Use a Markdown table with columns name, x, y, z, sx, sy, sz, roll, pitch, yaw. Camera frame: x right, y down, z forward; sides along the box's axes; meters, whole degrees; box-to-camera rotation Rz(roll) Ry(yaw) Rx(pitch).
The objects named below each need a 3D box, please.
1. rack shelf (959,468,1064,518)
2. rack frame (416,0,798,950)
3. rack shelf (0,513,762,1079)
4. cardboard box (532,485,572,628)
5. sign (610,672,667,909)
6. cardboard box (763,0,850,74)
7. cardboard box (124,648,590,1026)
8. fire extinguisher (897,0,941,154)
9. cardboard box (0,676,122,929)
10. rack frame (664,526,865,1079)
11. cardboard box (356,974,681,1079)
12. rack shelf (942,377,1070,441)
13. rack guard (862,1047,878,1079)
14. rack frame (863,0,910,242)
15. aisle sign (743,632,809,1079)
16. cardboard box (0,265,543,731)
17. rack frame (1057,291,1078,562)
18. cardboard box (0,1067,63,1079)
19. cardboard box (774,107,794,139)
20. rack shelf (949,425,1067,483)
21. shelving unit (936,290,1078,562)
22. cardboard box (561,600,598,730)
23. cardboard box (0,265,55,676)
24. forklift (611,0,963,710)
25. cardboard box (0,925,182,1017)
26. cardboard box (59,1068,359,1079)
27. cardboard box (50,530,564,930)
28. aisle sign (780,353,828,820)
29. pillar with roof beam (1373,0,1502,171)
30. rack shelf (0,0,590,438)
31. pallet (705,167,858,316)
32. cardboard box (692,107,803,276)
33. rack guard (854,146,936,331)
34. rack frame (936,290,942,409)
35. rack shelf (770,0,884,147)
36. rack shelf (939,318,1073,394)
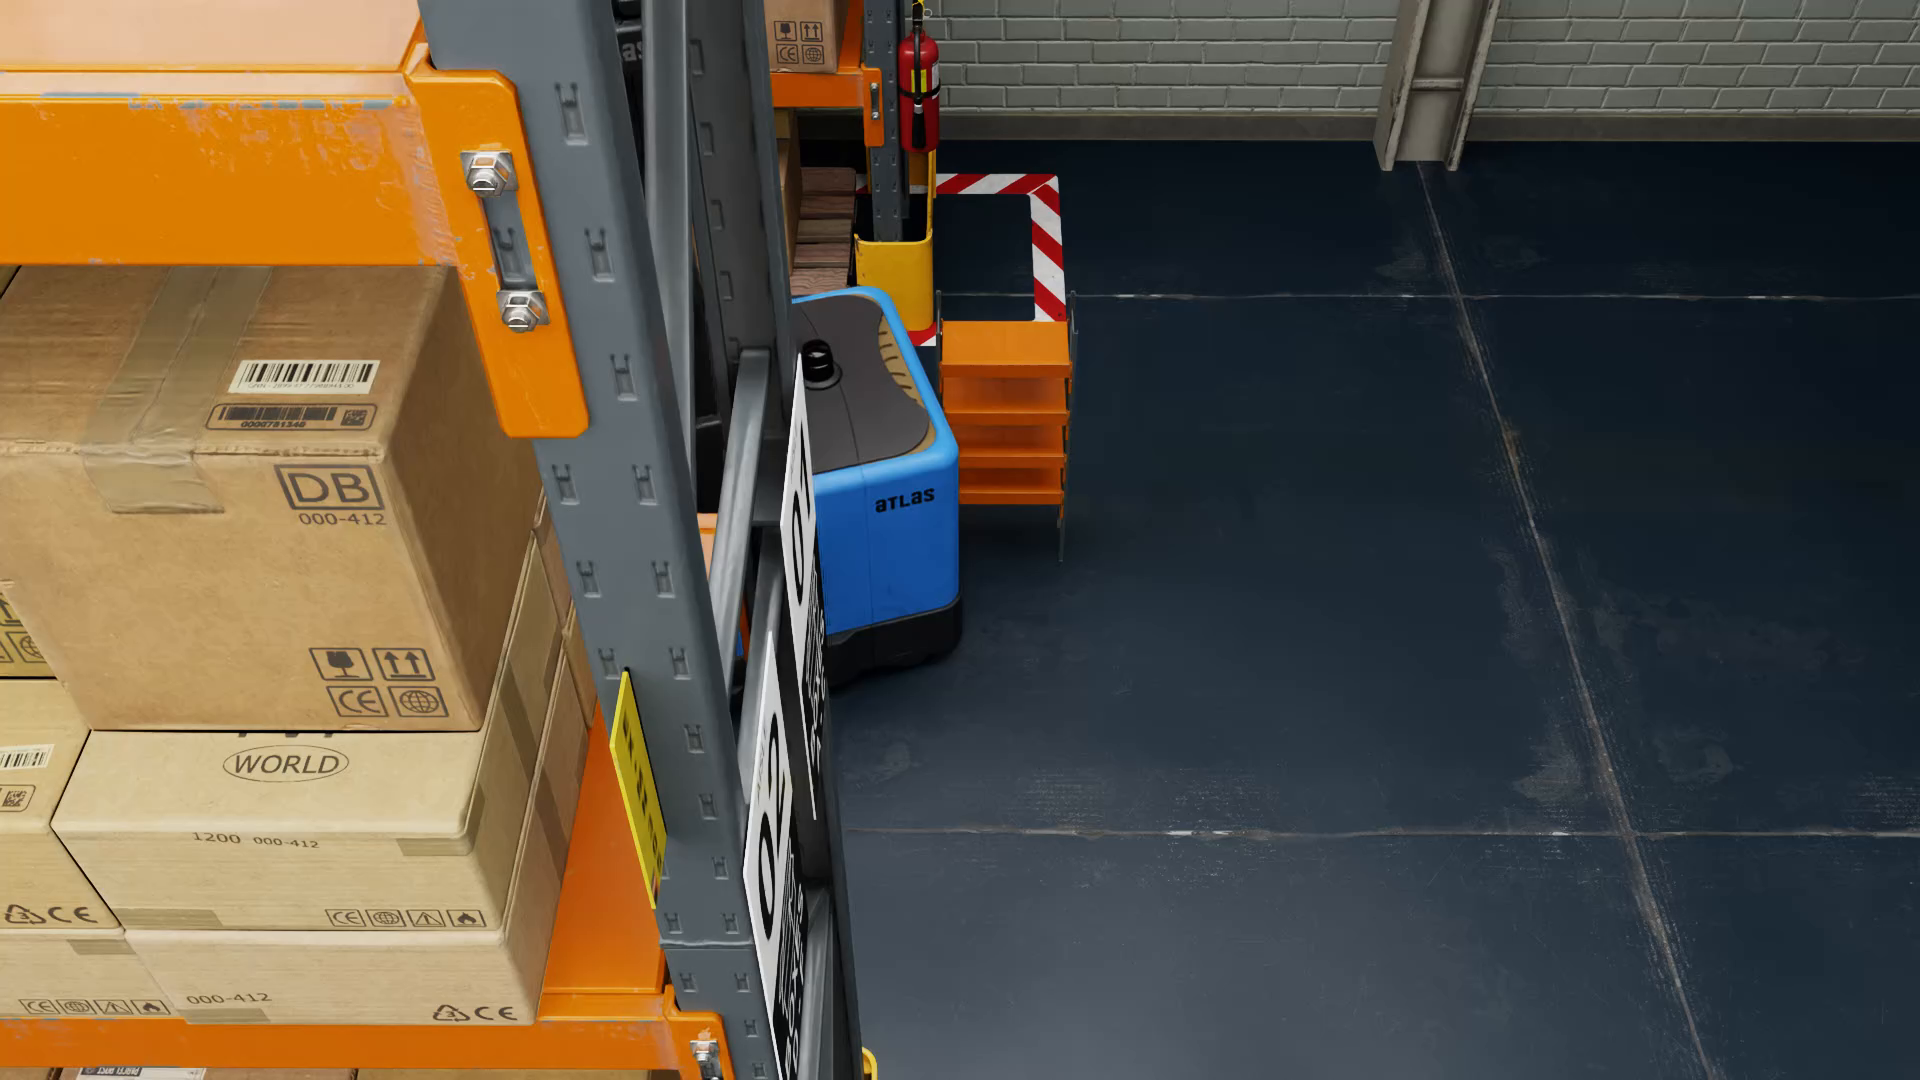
| name | x | y | z | sx | sy | sz | roll | pitch | yaw |
| --- | --- | --- | --- | --- | --- | --- | --- | --- | --- |
| rack shelf | 0.166 | -0.227 | 6.586 | 0.480 | 0.148 | 0.258 | 0 | 47 | 0 |
| rack frame | -0.336 | -0.841 | 1.466 | 0.127 | 3.000 | 1.000 | 0 | 47 | 0 |
| rack shelf | -2.336 | 0.421 | 2.832 | 4.000 | 0.370 | 1.077 | 0 | 47 | 0 |
| cardboard box | -0.848 | -0.130 | 2.614 | 0.500 | 0.250 | 0.500 | 0 | 47 | 0 |
| sign | -0.358 | 0.286 | 1.861 | 0.005 | 0.325 | 0.100 | 0 | 47 | 0 |
| cardboard box | -0.831 | -2.519 | 6.921 | 0.700 | 0.700 | 0.980 | 2 | 47 | 2 |
| cardboard box | -0.850 | 0.424 | 2.440 | 0.500 | 0.250 | 0.500 | 0 | 47 | 0 |
| fire extinguisher | -0.172 | -1.931 | 6.887 | 0.183 | 0.674 | 0.296 | 0 | 47 | 0 |
| cardboard box | -1.350 | 0.246 | 2.264 | 0.500 | 0.250 | 0.500 | 0 | 47 | 0 |
| rack frame | -0.336 | 1.203 | 3.661 | 0.127 | 3.000 | 1.000 | 0 | 47 | 0 |
| cardboard box | -0.782 | 1.029 | 3.073 | 0.500 | 0.500 | 0.500 | 0 | 47 | 0 |
| rack shelf | 0.166 | -0.515 | 6.277 | 0.480 | 0.148 | 0.258 | 0 | 47 | 0 |
| rack guard | -0.412 | 2.055 | 4.577 | 0.348 | 0.500 | 1.175 | 0 | 47 | 0 |
| rack frame | -0.321 | -2.423 | 7.037 | 0.127 | 3.000 | 1.000 | 0 | 47 | 0 |
| aisle sign | -0.268 | 0.542 | 2.501 | 0.004 | 0.787 | 0.394 | 0 | 47 | 0 |
| cardboard box | -0.849 | -0.183 | 2.151 | 0.500 | 0.500 | 0.700 | 0 | 47 | 0 |
| rack frame | 0.410 | -0.408 | 6.391 | 0.015 | 1.200 | 0.240 | 0 | 47 | 0 |
| cardboard box | -1.805 | 1.030 | 3.071 | 0.500 | 0.500 | 0.500 | 1 | 47 | 1 |
| cardboard box | -0.895 | -2.010 | 7.630 | 0.250 | 0.149 | 0.380 | 0 | 47 | 0 |
| rack shelf | 0.166 | -0.363 | 6.440 | 0.480 | 0.148 | 0.258 | 0 | 47 | 0 |
| shelving unit | 0.166 | -0.408 | 6.391 | 0.503 | 1.200 | 0.258 | 0 | 47 | 0 |
| cardboard box | -0.848 | 0.045 | 2.793 | 0.500 | 0.250 | 0.500 | 0 | 47 | 0 |
| cardboard box | -1.349 | -0.246 | 2.210 | 0.500 | 0.500 | 0.700 | 0 | 47 | 0 |
| forklift | -1.565 | -0.584 | 5.372 | 3.031 | 2.935 | 1.130 | -13 | 48 | -12 |
| cardboard box | -1.350 | 0.415 | 2.449 | 0.500 | 0.250 | 0.500 | 0 | 47 | 0 |
| cardboard box | -1.287 | 1.028 | 3.073 | 0.500 | 0.500 | 0.500 | 1 | 47 | 1 |
| cardboard box | -0.850 | 0.247 | 2.263 | 0.500 | 0.250 | 0.500 | 0 | 47 | 0 |
| aisle sign | -0.266 | 0.103 | 2.910 | 0.004 | 0.787 | 0.394 | 0 | 47 | 0 |
| pillar with roof beam | 2.366 | -1.941 | 2.490 | 0.400 | 9.000 | 9.100 | 0 | 47 | 0 |
| rack shelf | -2.336 | -0.600 | 1.735 | 4.000 | 0.370 | 1.077 | 0 | 47 | 0 |
| pallet | -1.121 | -1.417 | 8.006 | 1.213 | 0.211 | 1.003 | 0 | 47 | 0 |
| cardboard box | -1.021 | -1.643 | 7.731 | 0.500 | 0.500 | 0.700 | 0 | 47 | 0 |
| rack guard | -0.297 | -1.571 | 7.951 | 0.348 | 0.500 | 1.175 | 0 | 47 | 0 |
| rack frame | -0.078 | -0.409 | 6.392 | 0.015 | 1.200 | 0.240 | 0 | 47 | 0 |
| rack shelf | -2.321 | -2.183 | 7.305 | 4.000 | 0.370 | 1.077 | 0 | 47 | 0 |
| rack shelf | 0.166 | -0.676 | 6.104 | 0.480 | 0.148 | 0.258 | 0 | 47 | 0 |
